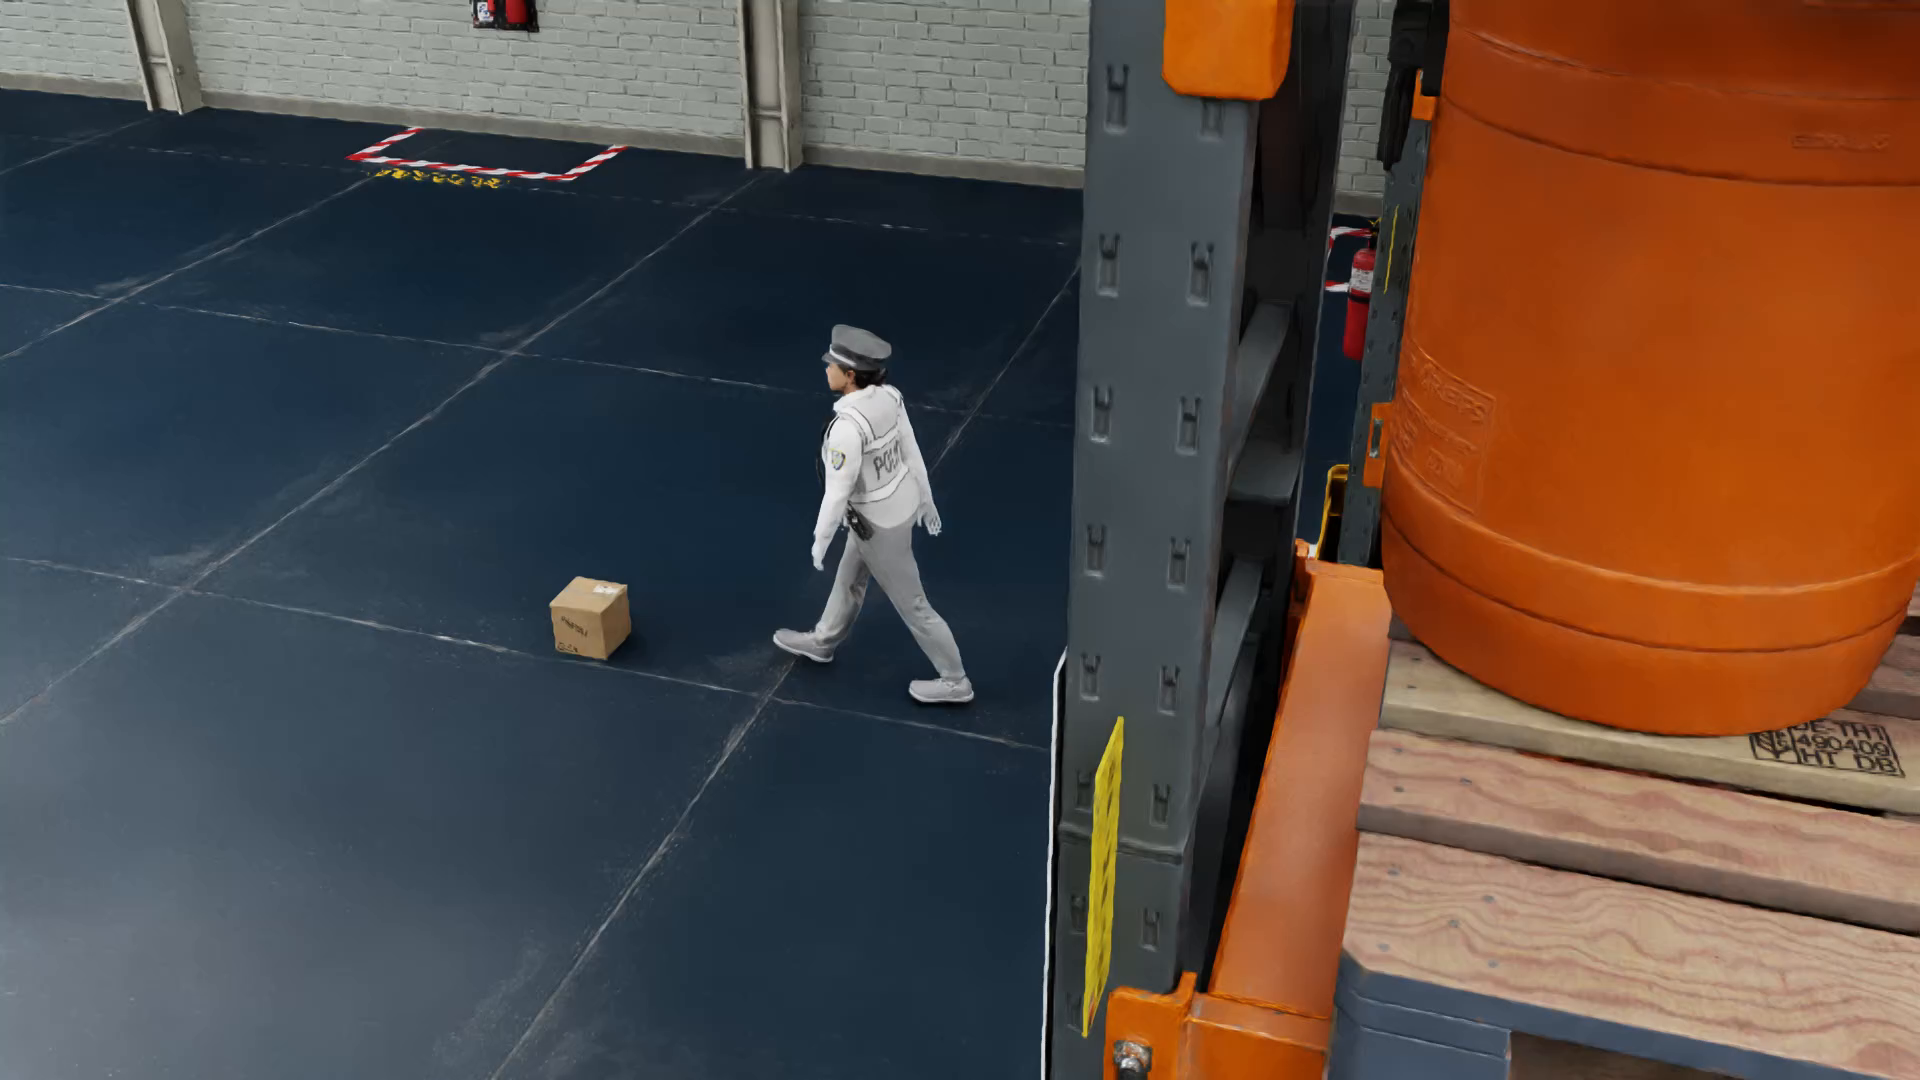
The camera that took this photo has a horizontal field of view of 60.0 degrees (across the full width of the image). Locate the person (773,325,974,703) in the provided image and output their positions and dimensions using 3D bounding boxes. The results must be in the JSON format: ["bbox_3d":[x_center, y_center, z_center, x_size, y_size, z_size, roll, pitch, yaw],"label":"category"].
[{"bbox_3d":[-0.401,-0.094,6.777,0.951,1.624,0.517,8,30,14],"label":"person"}]
